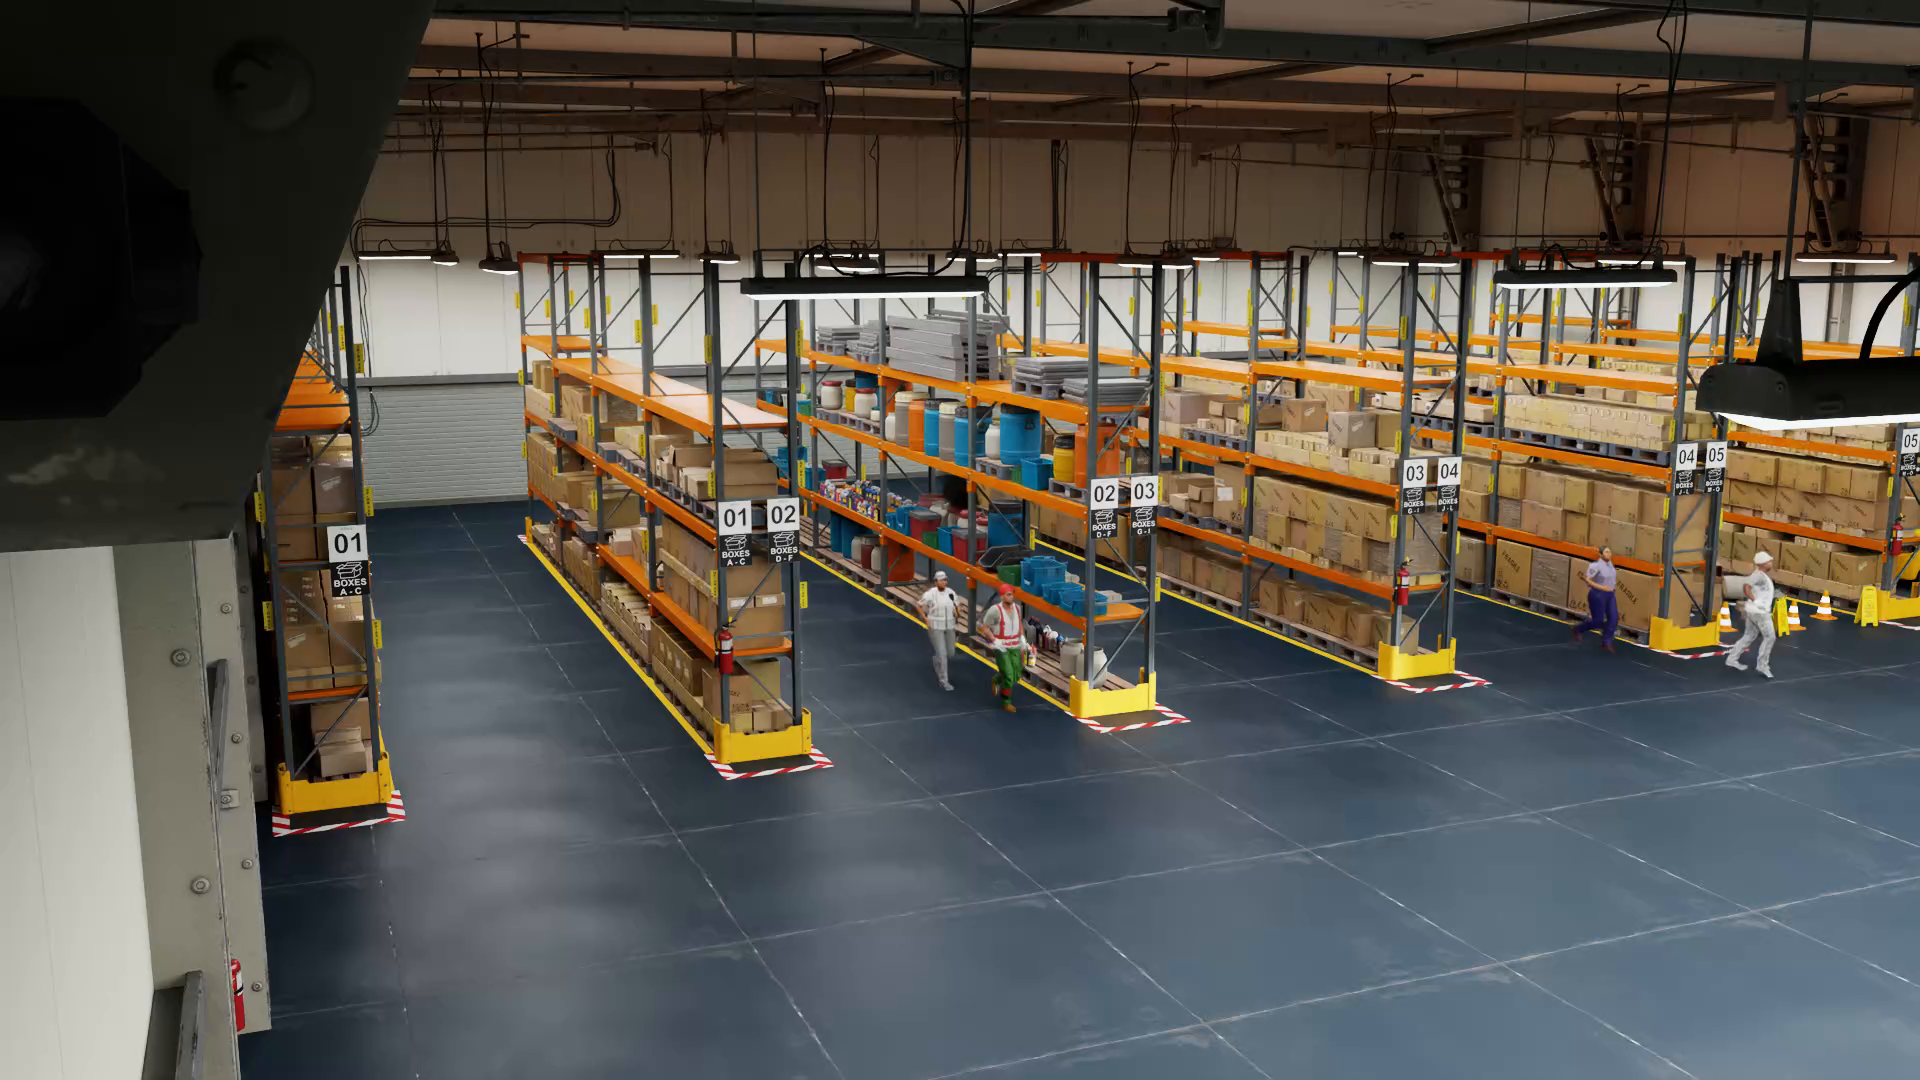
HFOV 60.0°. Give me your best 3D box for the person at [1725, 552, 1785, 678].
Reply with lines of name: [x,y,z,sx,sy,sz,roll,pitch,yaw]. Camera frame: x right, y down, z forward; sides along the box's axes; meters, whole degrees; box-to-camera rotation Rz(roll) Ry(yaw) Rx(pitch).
person: [11.625,1.082,24.287,0.722,1.841,0.658,3,11,18]

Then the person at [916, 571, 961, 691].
person: [-0.274,1.250,23.617,0.619,1.637,0.862,-5,12,-26]

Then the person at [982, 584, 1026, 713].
person: [0.567,1.426,22.433,0.665,1.742,0.639,-8,13,-37]

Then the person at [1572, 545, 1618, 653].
person: [9.878,0.902,25.711,0.615,1.665,0.713,-6,12,-30]
